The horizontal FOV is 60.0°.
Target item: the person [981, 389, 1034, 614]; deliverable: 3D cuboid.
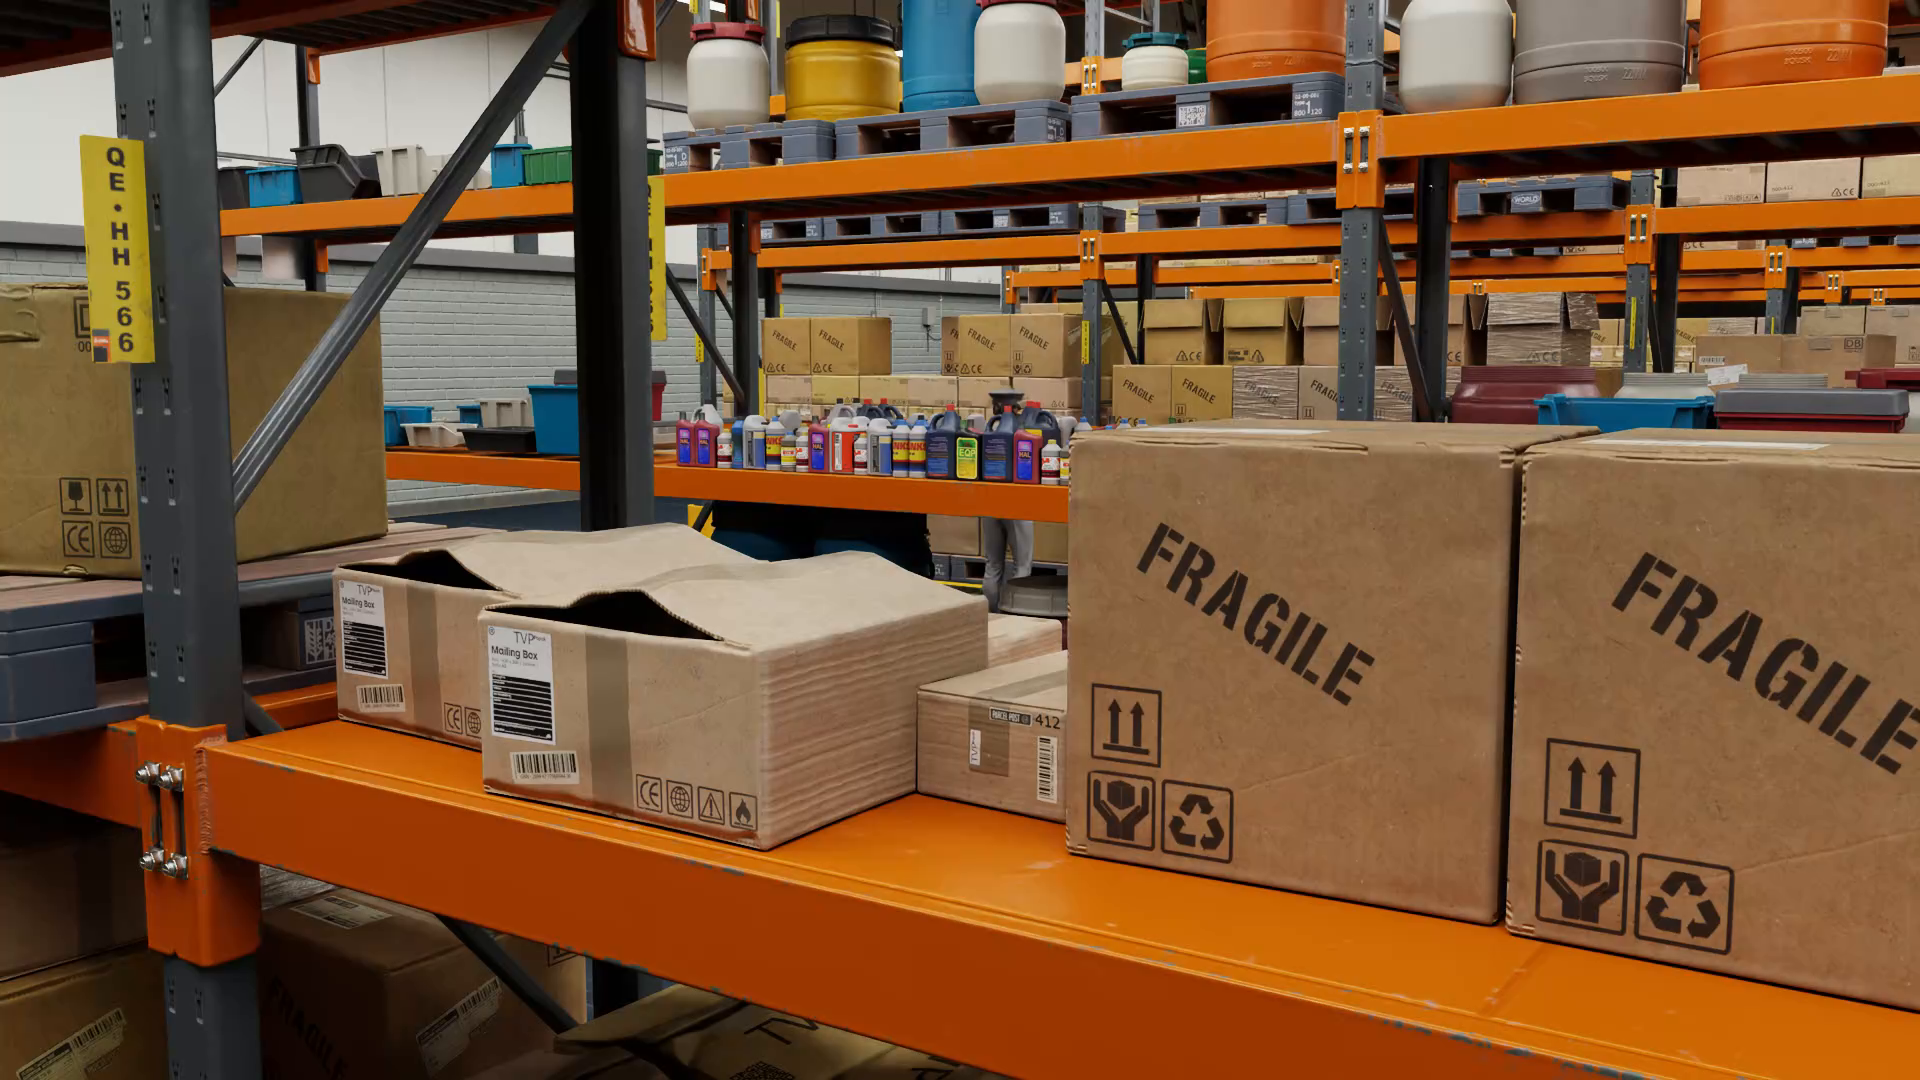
[{"bbox_3d":[0.302,-0.168,11.042,0.471,1.662,0.327,4,8,35],"label":"person"}]
